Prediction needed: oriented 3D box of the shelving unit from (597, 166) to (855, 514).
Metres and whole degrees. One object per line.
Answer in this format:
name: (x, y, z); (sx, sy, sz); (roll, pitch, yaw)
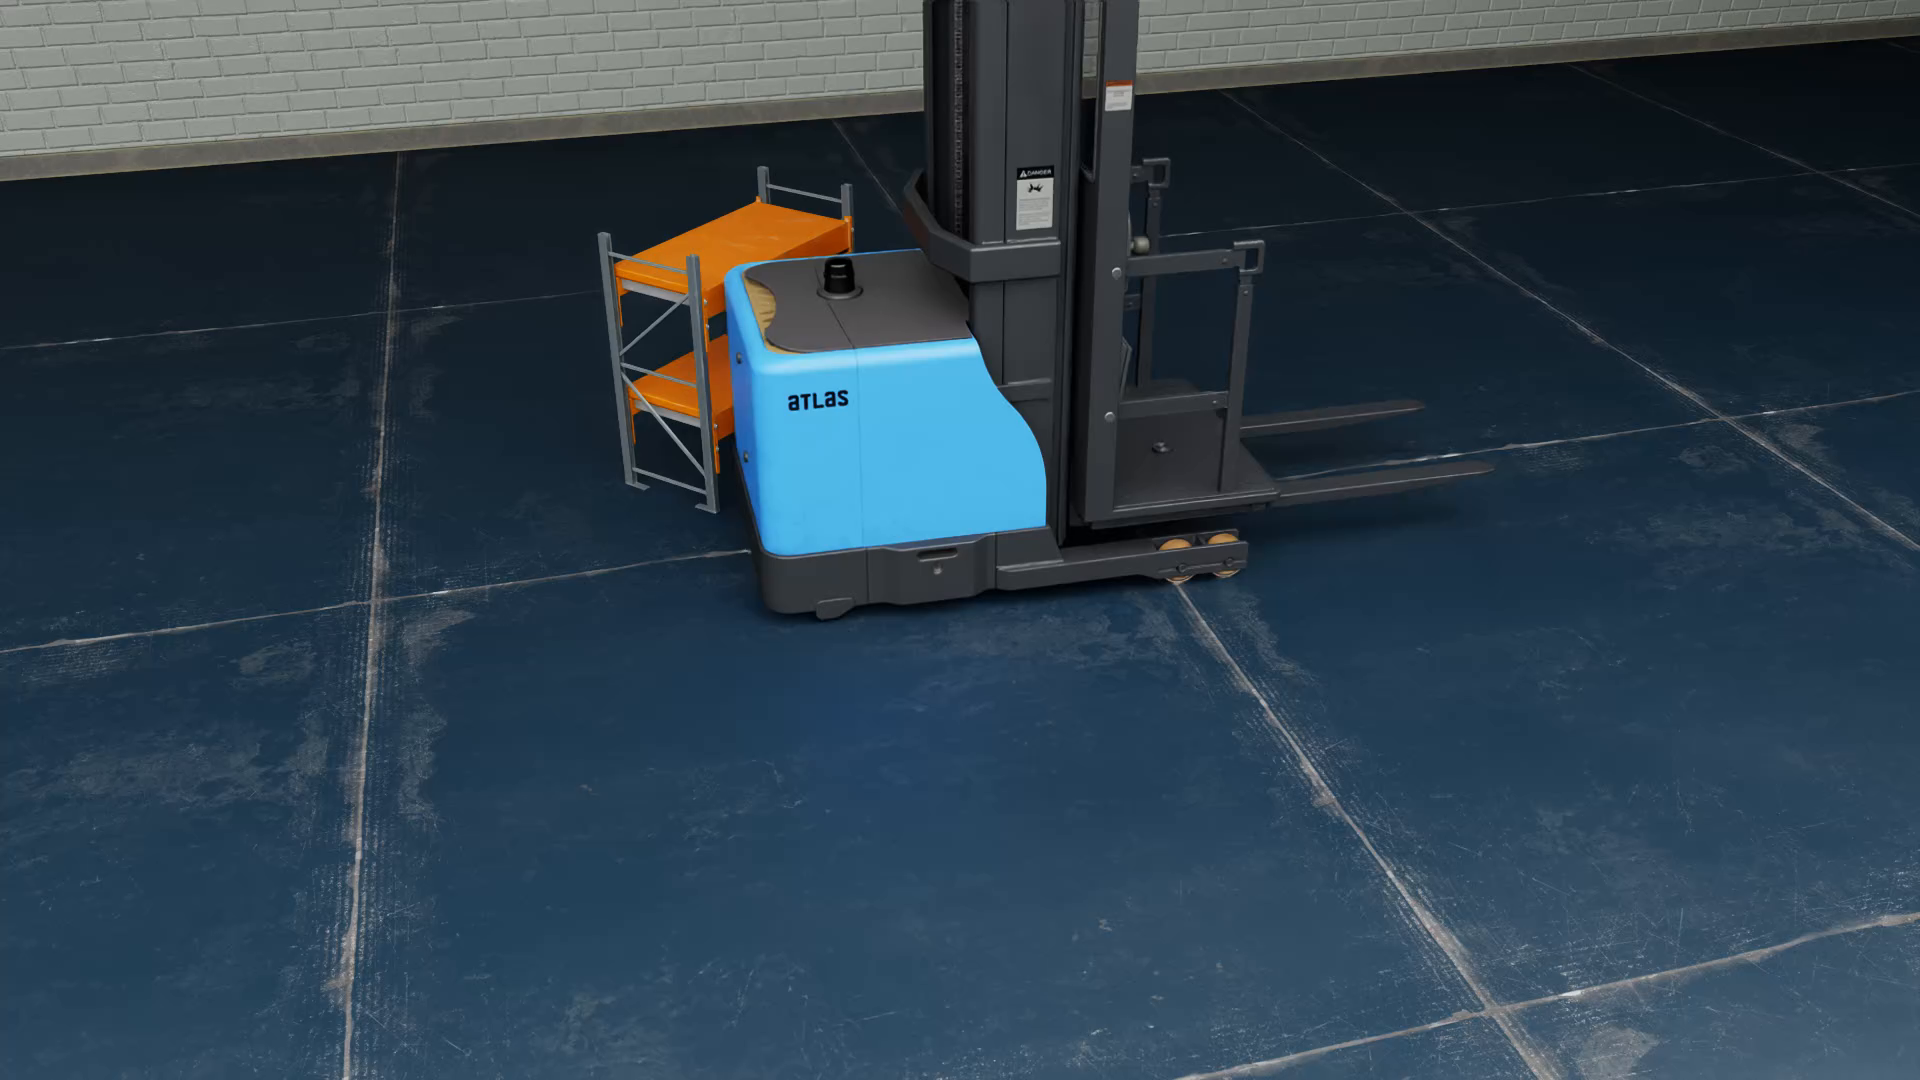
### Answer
shelving unit: (-0.951, -0.884, 7.154); (0.538, 1.125, 1.048); (18, 34, 28)

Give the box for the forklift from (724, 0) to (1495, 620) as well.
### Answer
forklift: (0.643, -1.353, 6.162); (3.031, 2.935, 1.130); (-7, 31, -12)

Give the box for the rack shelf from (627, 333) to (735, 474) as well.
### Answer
rack shelf: (-0.951, -0.672, 7.276); (0.538, 0.278, 1.000); (18, 34, 28)

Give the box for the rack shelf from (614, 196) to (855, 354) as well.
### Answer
rack shelf: (-0.951, -1.137, 7.007); (0.538, 0.278, 1.000); (18, 34, 28)

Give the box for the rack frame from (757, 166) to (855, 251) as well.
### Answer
rack frame: (-0.679, -1.099, 7.526); (0.500, 1.125, 0.032); (18, 34, 28)

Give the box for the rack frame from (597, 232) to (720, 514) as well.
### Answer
rack frame: (-1.222, -0.668, 6.782); (0.500, 1.125, 0.032); (18, 34, 28)
